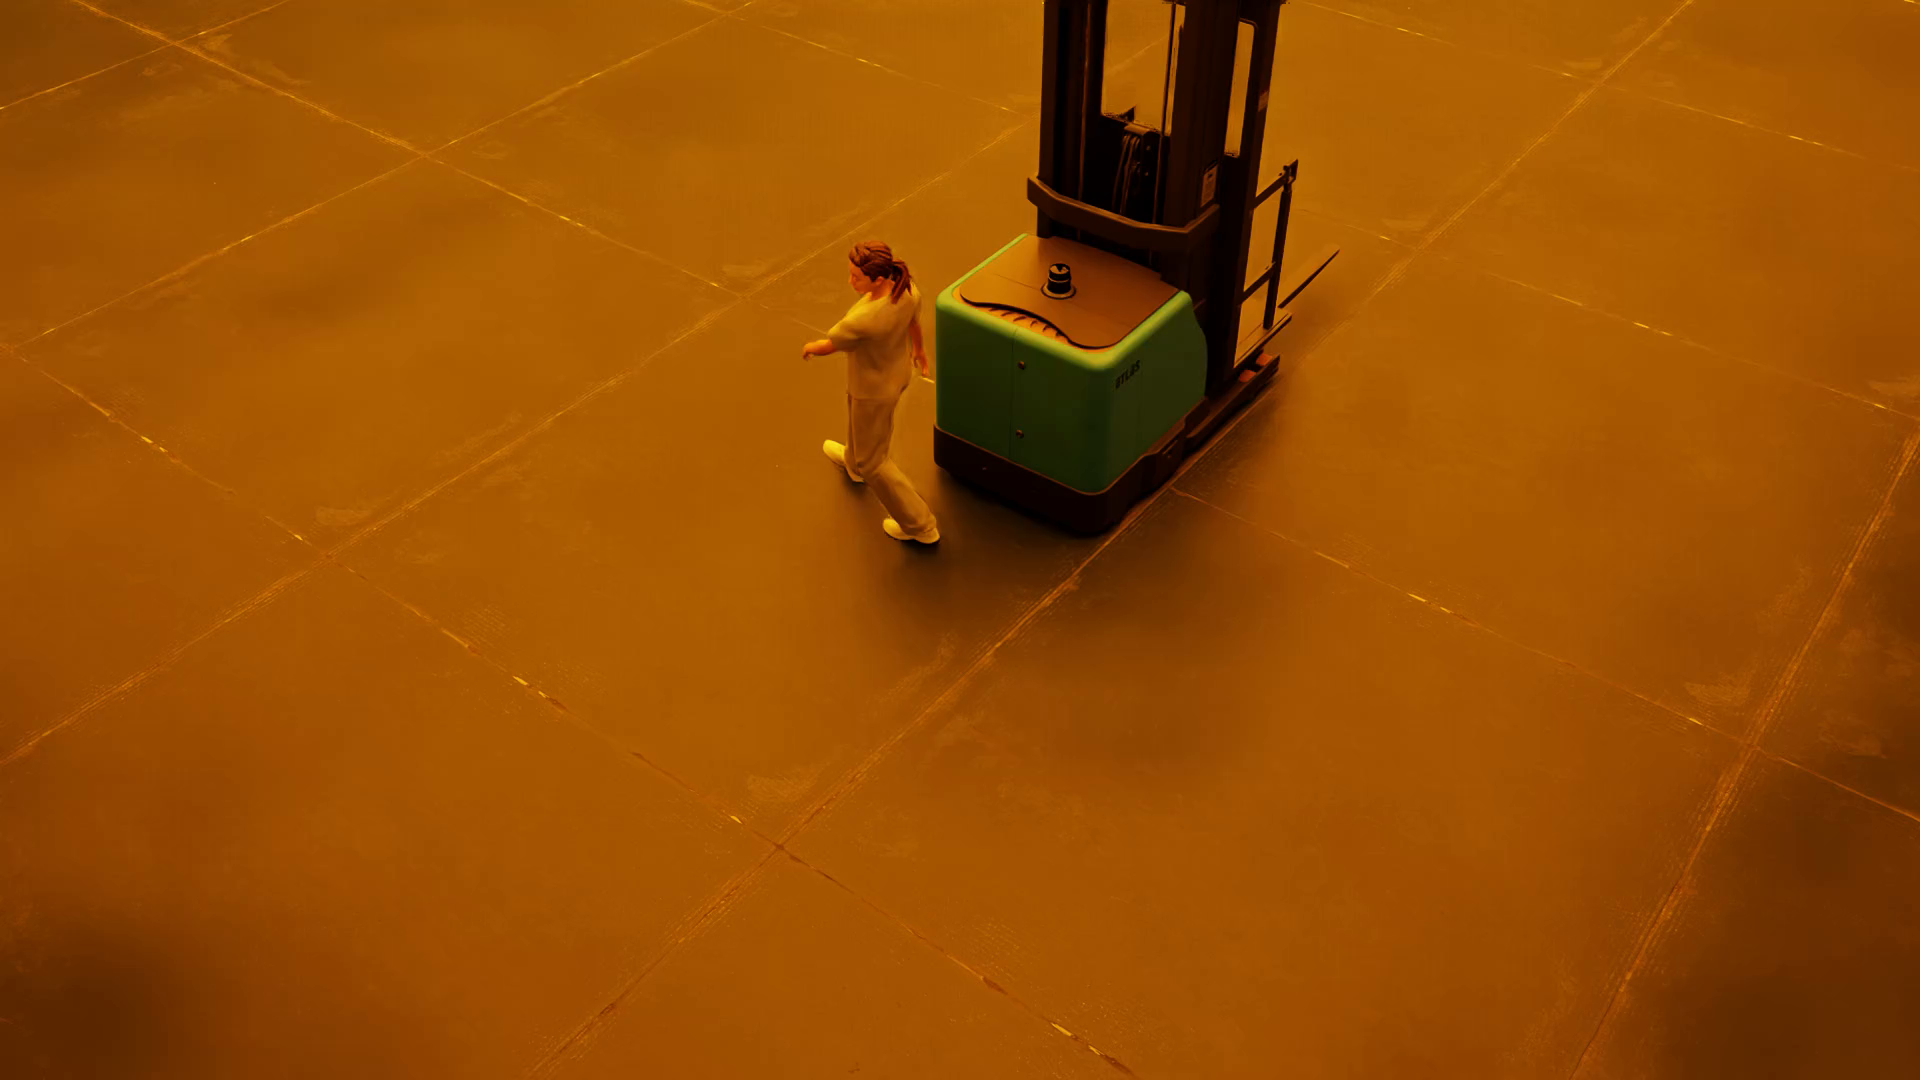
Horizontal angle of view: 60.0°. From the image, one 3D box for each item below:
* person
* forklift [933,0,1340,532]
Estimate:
[{"bbox_3d":[-0.407,-0.809,8.060,0.869,1.603,0.597,19,44,21],"label":"person"},{"bbox_3d":[1.139,-2.066,8.497,1.130,2.935,3.031,25,47,27],"label":"forklift"}]
